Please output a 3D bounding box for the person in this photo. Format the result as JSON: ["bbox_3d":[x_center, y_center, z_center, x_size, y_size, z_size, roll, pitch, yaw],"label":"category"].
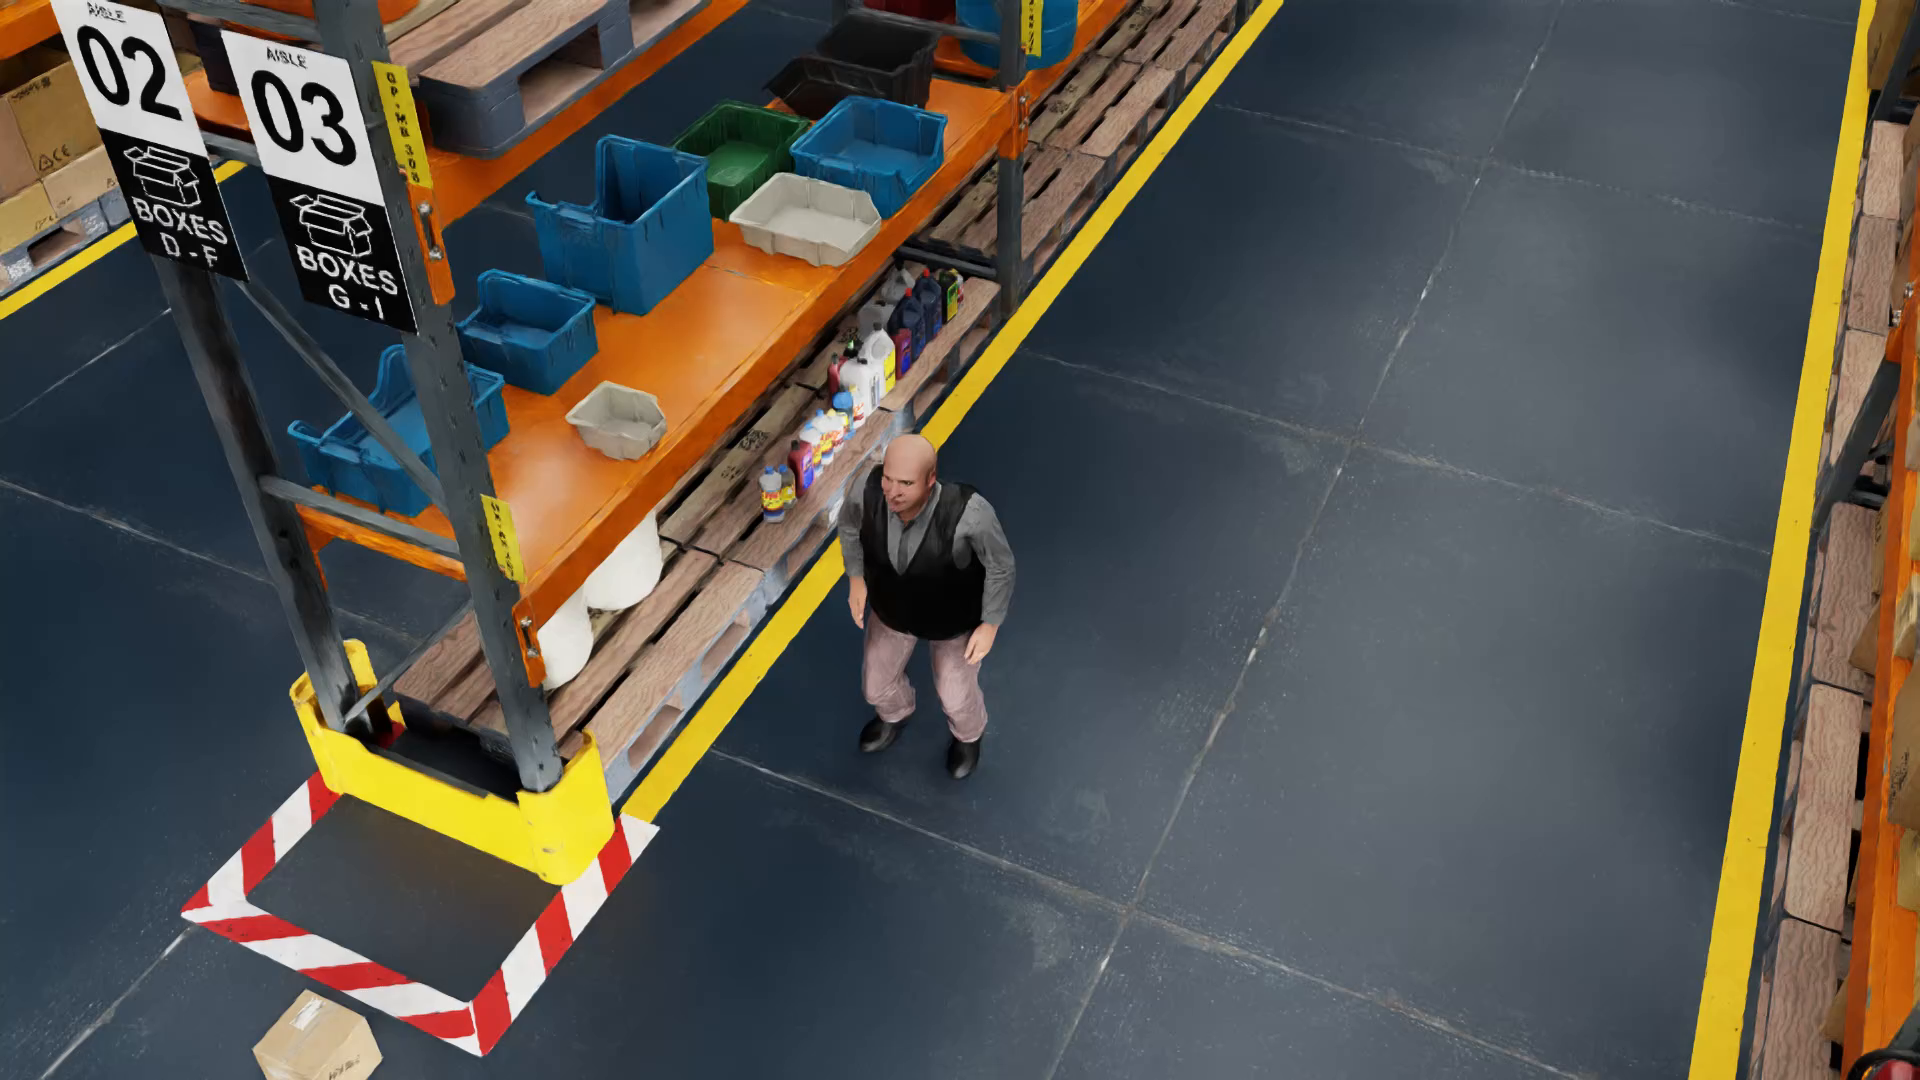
[{"bbox_3d":[-0.122,0.233,5.944,0.673,1.682,0.509,16,44,17],"label":"person"}]
